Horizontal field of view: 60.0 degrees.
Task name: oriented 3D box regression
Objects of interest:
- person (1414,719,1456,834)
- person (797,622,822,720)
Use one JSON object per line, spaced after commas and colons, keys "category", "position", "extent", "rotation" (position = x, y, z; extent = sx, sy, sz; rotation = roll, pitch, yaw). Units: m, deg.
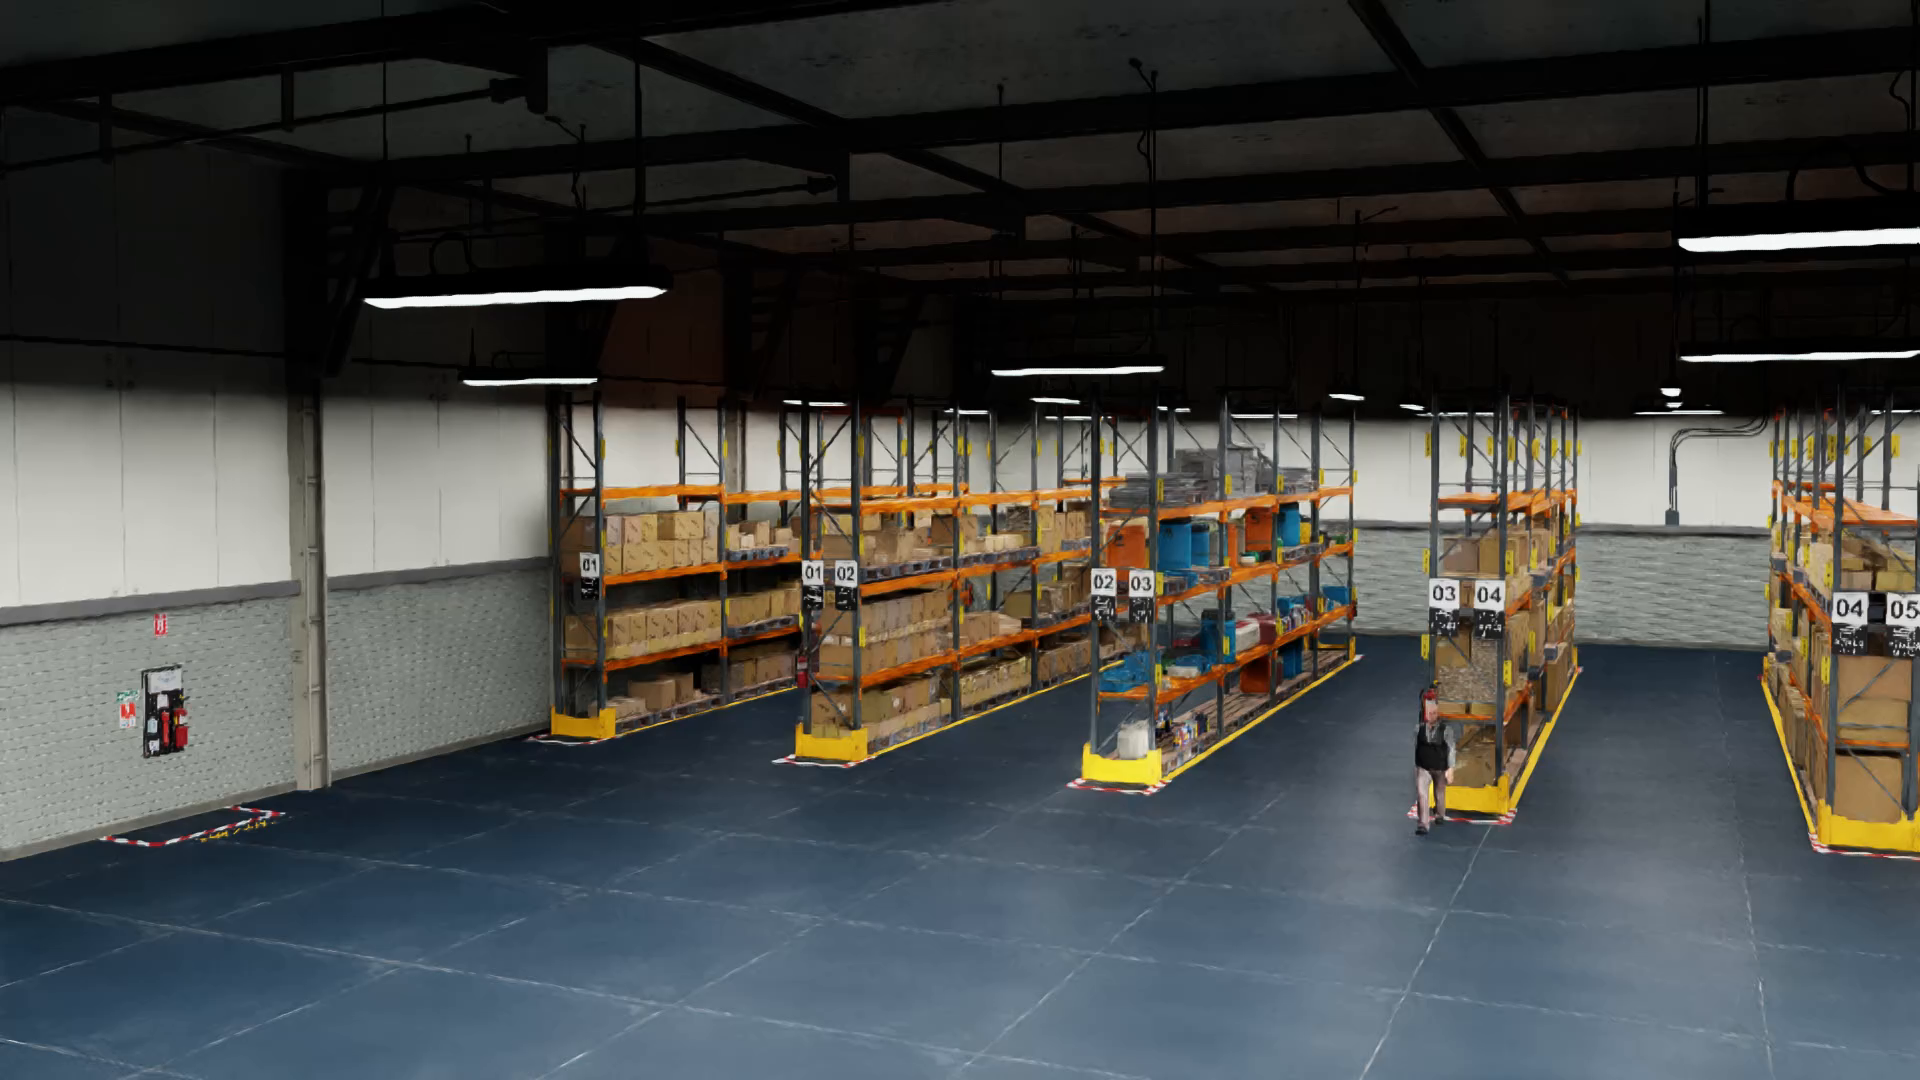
{"category": "person", "position": [6.181, 3.062, 21.685], "extent": [0.553, 1.487, 1.030], "rotation": [1, 3, 22]}
{"category": "person", "position": [-2.734, 2.399, 30.695], "extent": [0.676, 1.775, 0.631], "rotation": [-3, 4, -39]}
